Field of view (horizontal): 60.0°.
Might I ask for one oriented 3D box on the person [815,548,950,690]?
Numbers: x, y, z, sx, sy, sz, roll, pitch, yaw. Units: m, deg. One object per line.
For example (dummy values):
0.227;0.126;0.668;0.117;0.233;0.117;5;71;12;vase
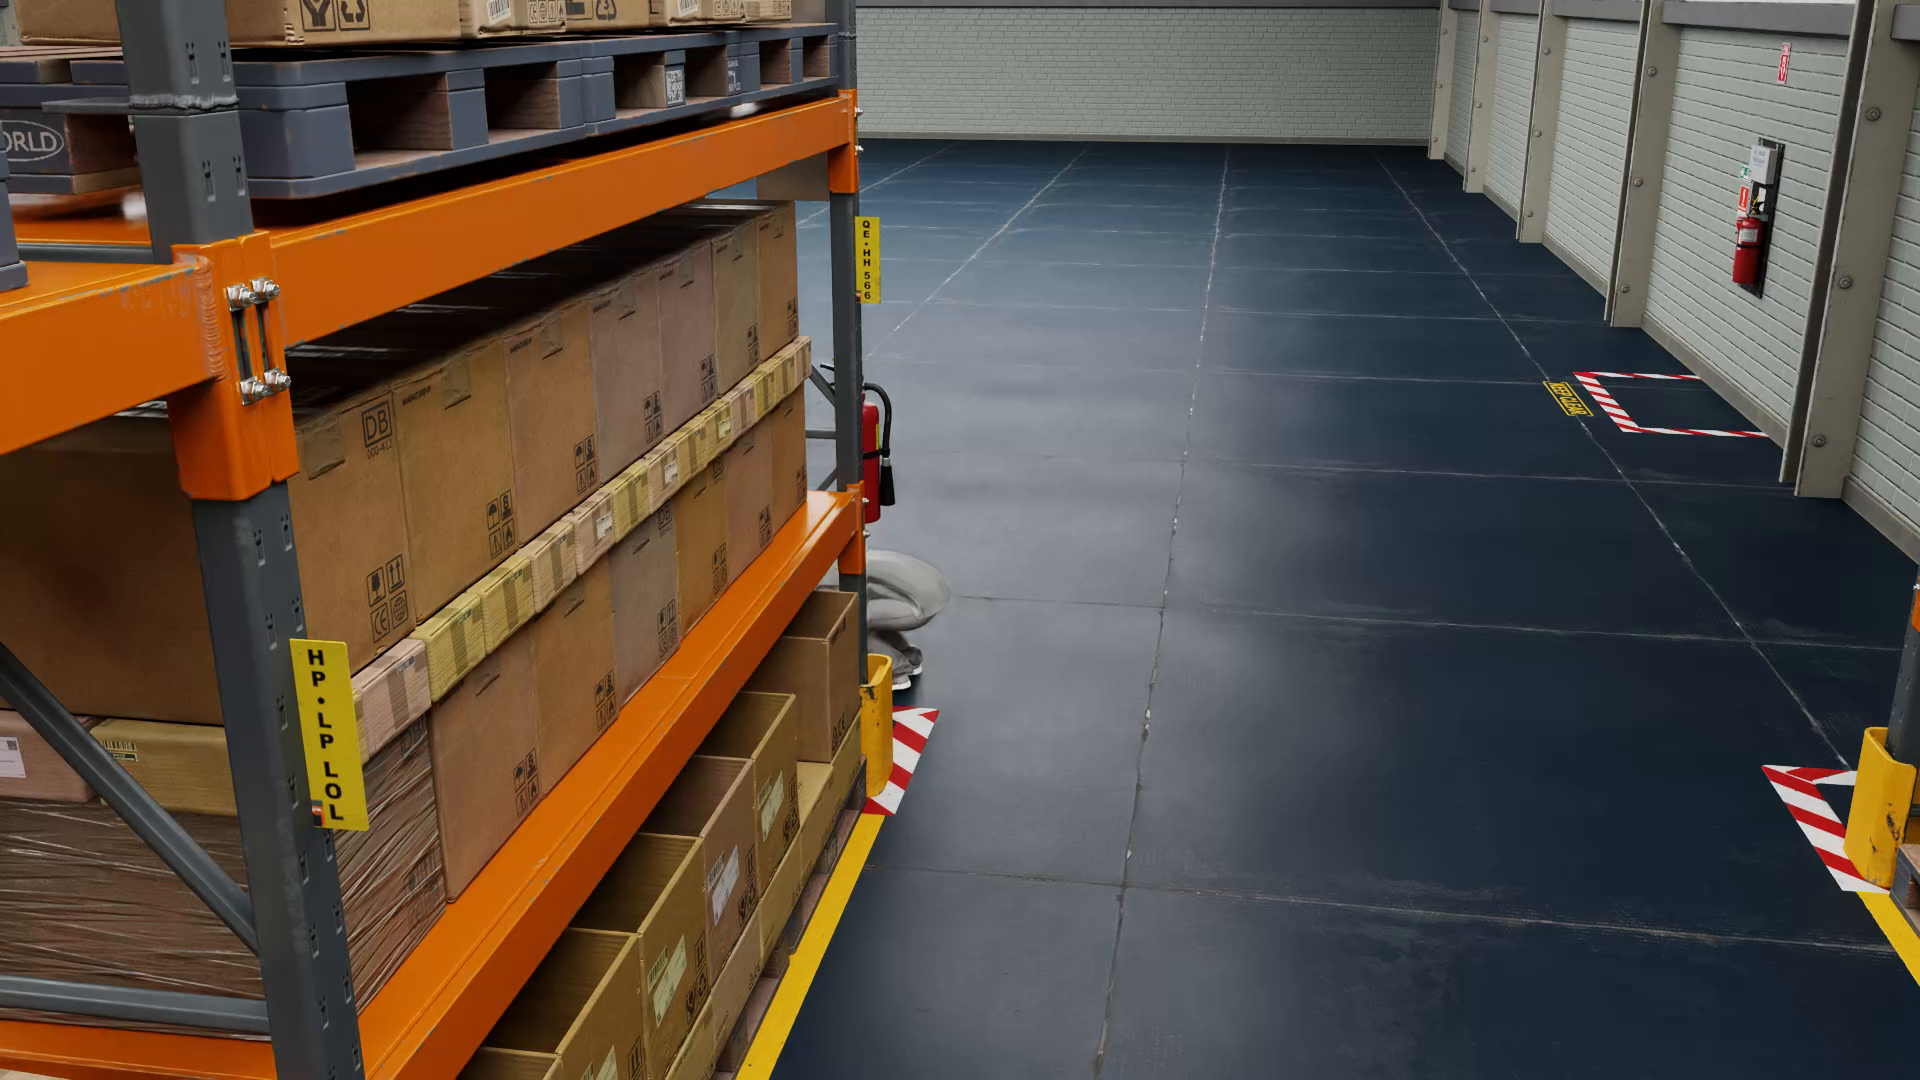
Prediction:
-0.473;0.372;7.941;0.855;0.715;0.420;1;18;4;person
